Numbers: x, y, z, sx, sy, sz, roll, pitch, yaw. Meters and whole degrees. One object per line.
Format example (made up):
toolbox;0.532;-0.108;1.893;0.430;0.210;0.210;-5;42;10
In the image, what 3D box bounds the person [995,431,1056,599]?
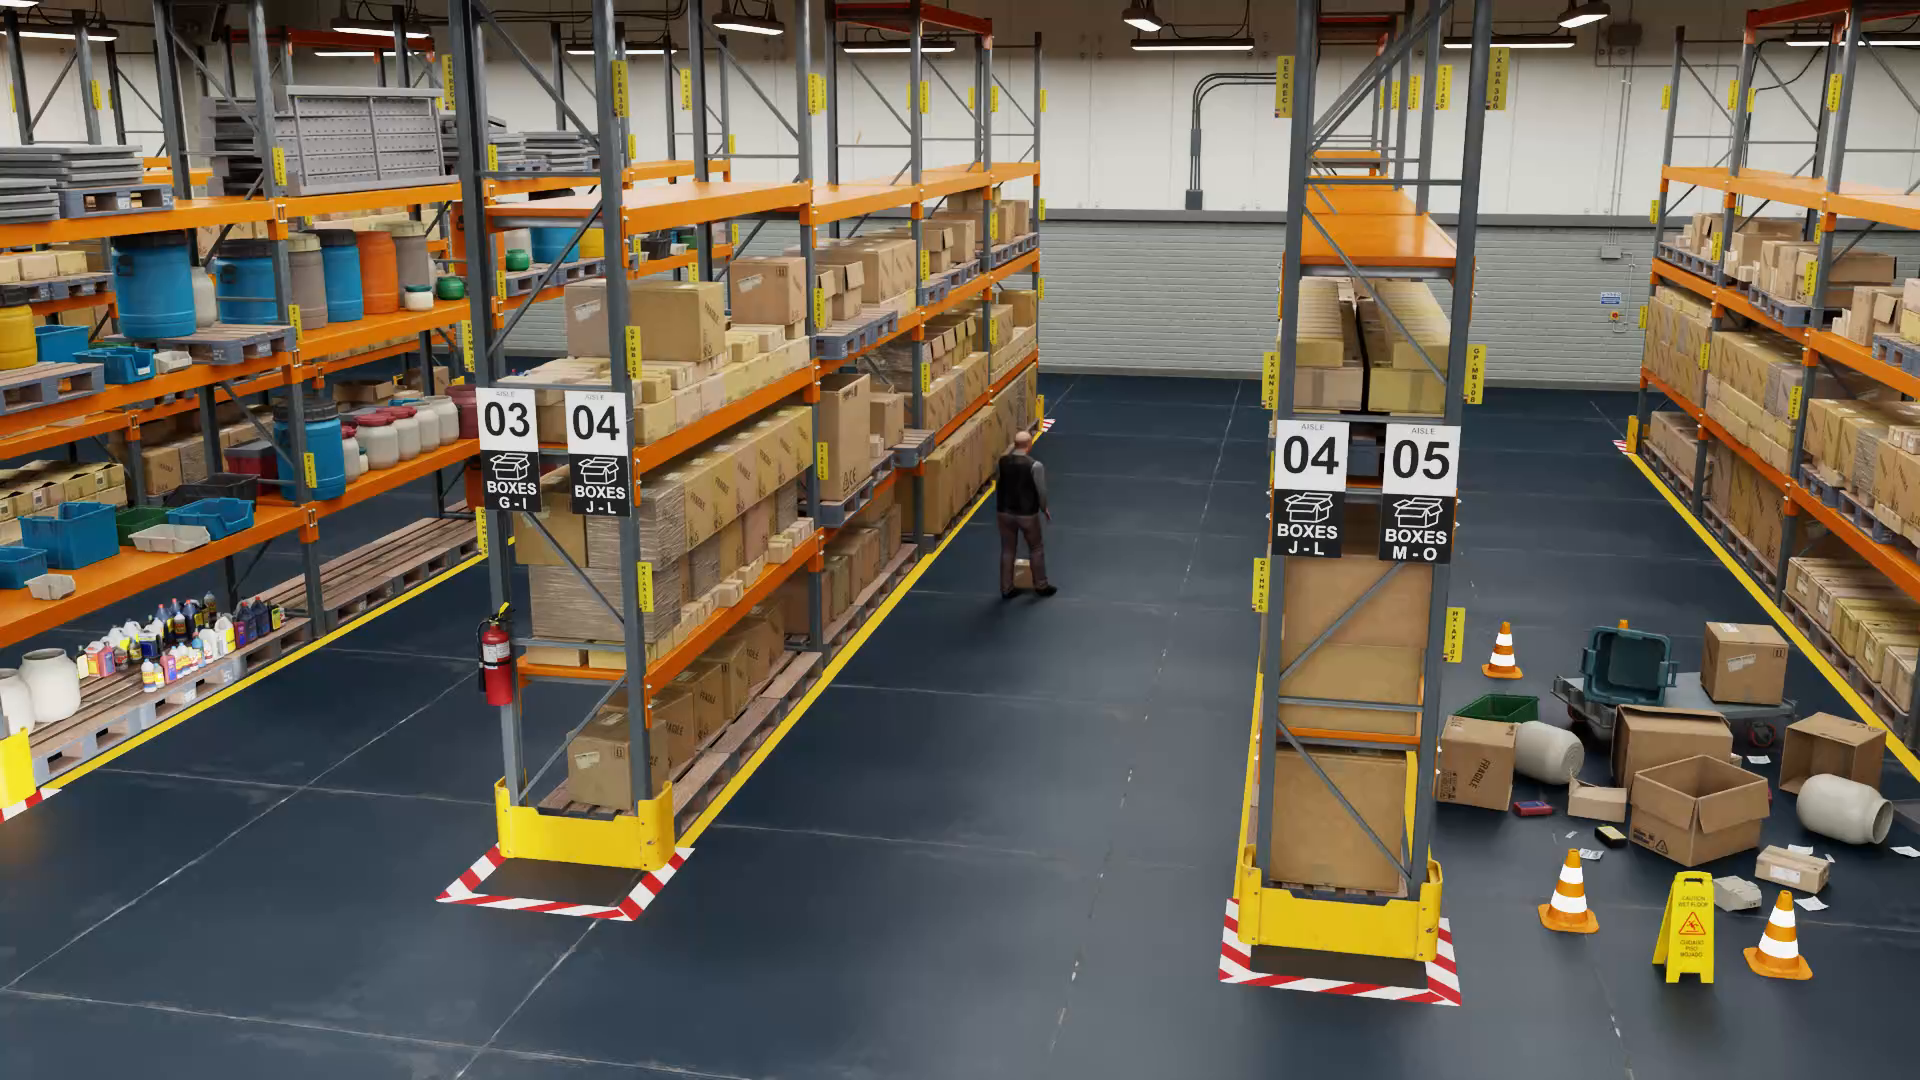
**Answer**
person;0.654;-0.212;17.056;0.572;1.600;0.561;6;16;23
